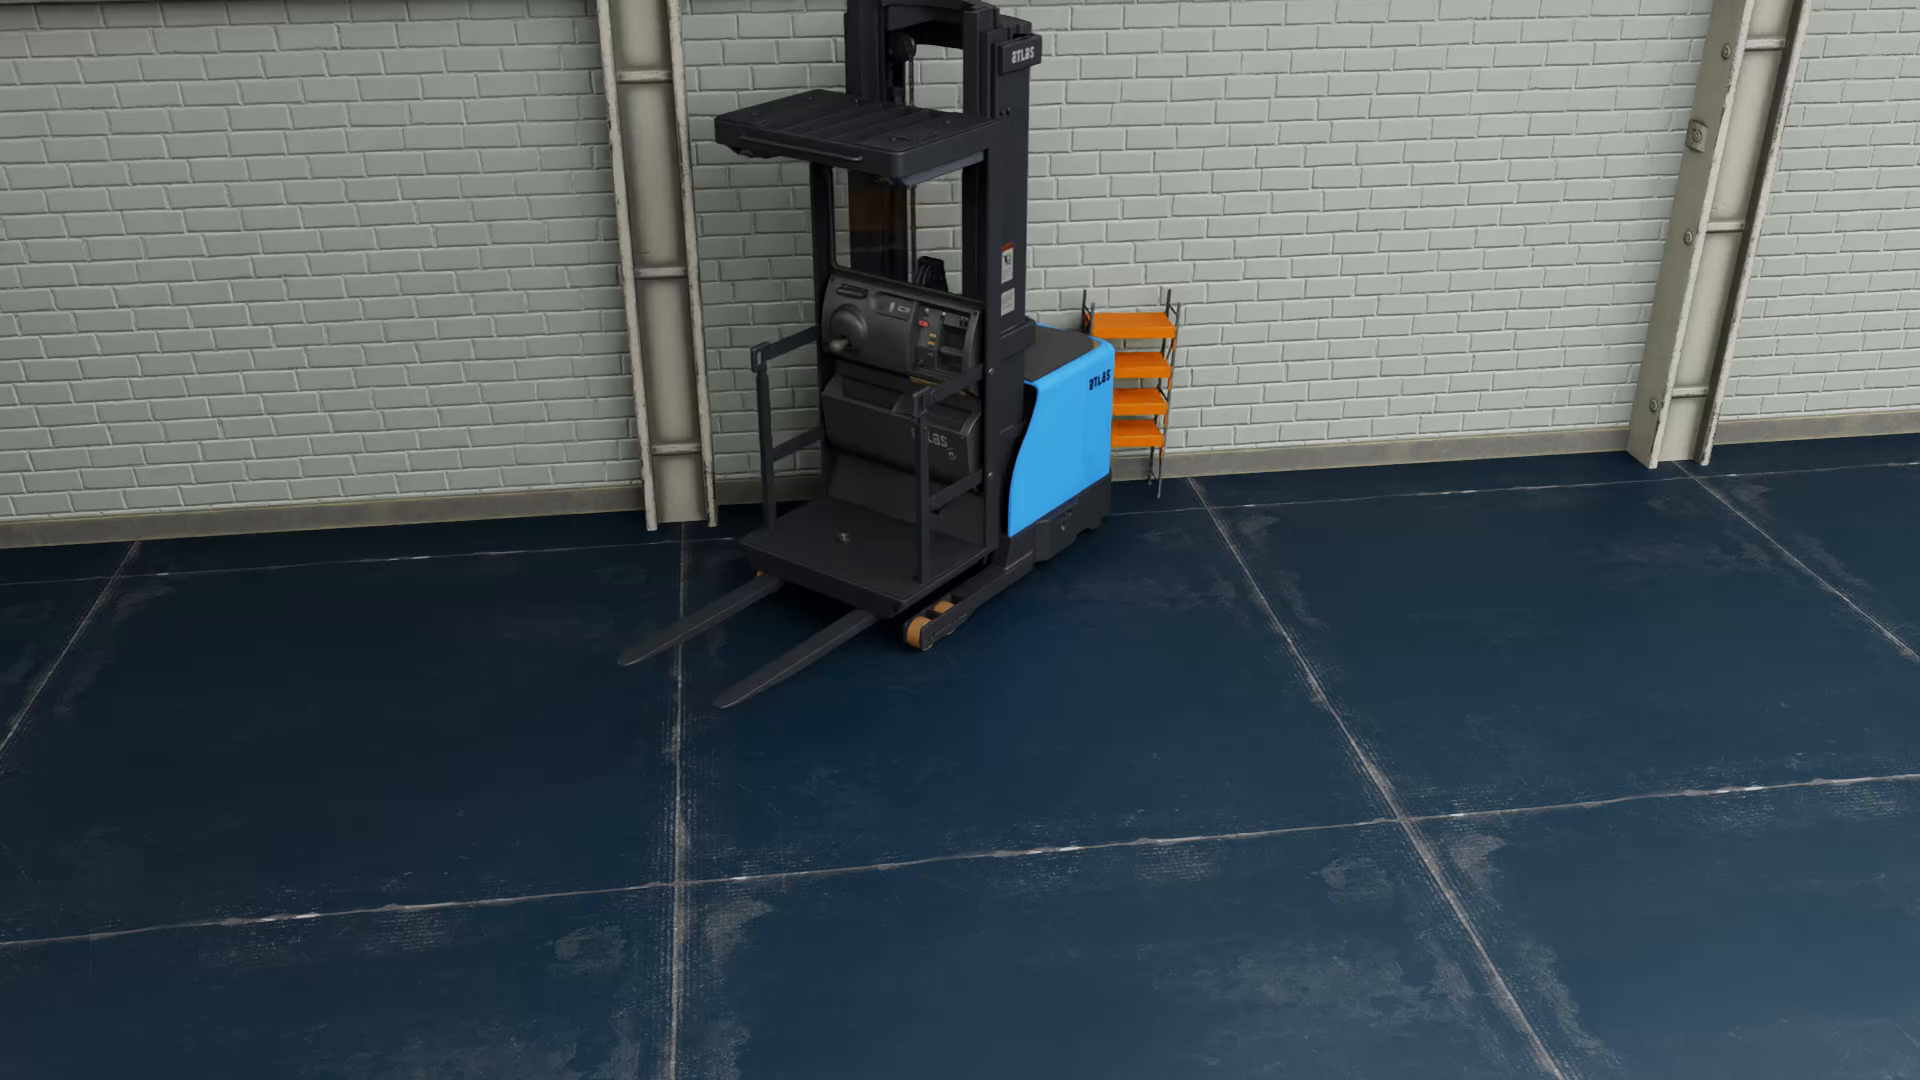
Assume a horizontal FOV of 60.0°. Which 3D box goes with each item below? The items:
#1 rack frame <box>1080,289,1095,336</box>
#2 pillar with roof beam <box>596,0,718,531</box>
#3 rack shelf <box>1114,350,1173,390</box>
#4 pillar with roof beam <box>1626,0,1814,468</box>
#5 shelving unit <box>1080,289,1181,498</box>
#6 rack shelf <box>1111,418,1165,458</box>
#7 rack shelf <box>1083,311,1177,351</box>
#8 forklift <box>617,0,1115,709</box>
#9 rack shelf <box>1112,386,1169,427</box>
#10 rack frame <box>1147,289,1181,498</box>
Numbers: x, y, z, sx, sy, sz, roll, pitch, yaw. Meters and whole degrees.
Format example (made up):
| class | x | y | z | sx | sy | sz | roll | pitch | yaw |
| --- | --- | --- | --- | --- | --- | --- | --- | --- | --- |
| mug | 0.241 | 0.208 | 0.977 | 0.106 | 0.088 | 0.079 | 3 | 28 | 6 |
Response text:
| class | x | y | z | sx | sy | sz | roll | pitch | yaw |
| --- | --- | --- | --- | --- | --- | --- | --- | --- | --- |
| rack frame | 0.688 | -0.818 | 9.481 | 0.015 | 1.200 | 0.240 | -2 | 28 | -8 |
| pillar with roof beam | -0.987 | -2.193 | 3.666 | 0.400 | 9.000 | 9.100 | -4 | 27 | -7 |
| rack shelf | 0.936 | -0.963 | 9.444 | 0.480 | 0.148 | 0.258 | -2 | 28 | -8 |
| pillar with roof beam | 4.955 | -2.574 | 4.410 | 0.400 | 9.000 | 9.100 | -4 | 27 | -7 |
| shelving unit | 0.929 | -0.825 | 9.516 | 0.503 | 1.200 | 0.258 | -2 | 28 | -8 |
| rack shelf | 0.918 | -0.589 | 9.639 | 0.480 | 0.148 | 0.258 | -2 | 28 | -8 |
| rack shelf | 0.947 | -1.173 | 9.335 | 0.480 | 0.148 | 0.258 | -2 | 28 | -8 |
| forklift | -0.422 | -1.012 | 8.011 | 1.130 | 2.935 | 3.031 | 18 | 32 | 32 |
| rack shelf | 0.926 | -0.765 | 9.548 | 0.480 | 0.148 | 0.258 | -2 | 28 | -8 |
| rack frame | 1.171 | -0.831 | 9.552 | 0.015 | 1.200 | 0.240 | -2 | 28 | -8 |
